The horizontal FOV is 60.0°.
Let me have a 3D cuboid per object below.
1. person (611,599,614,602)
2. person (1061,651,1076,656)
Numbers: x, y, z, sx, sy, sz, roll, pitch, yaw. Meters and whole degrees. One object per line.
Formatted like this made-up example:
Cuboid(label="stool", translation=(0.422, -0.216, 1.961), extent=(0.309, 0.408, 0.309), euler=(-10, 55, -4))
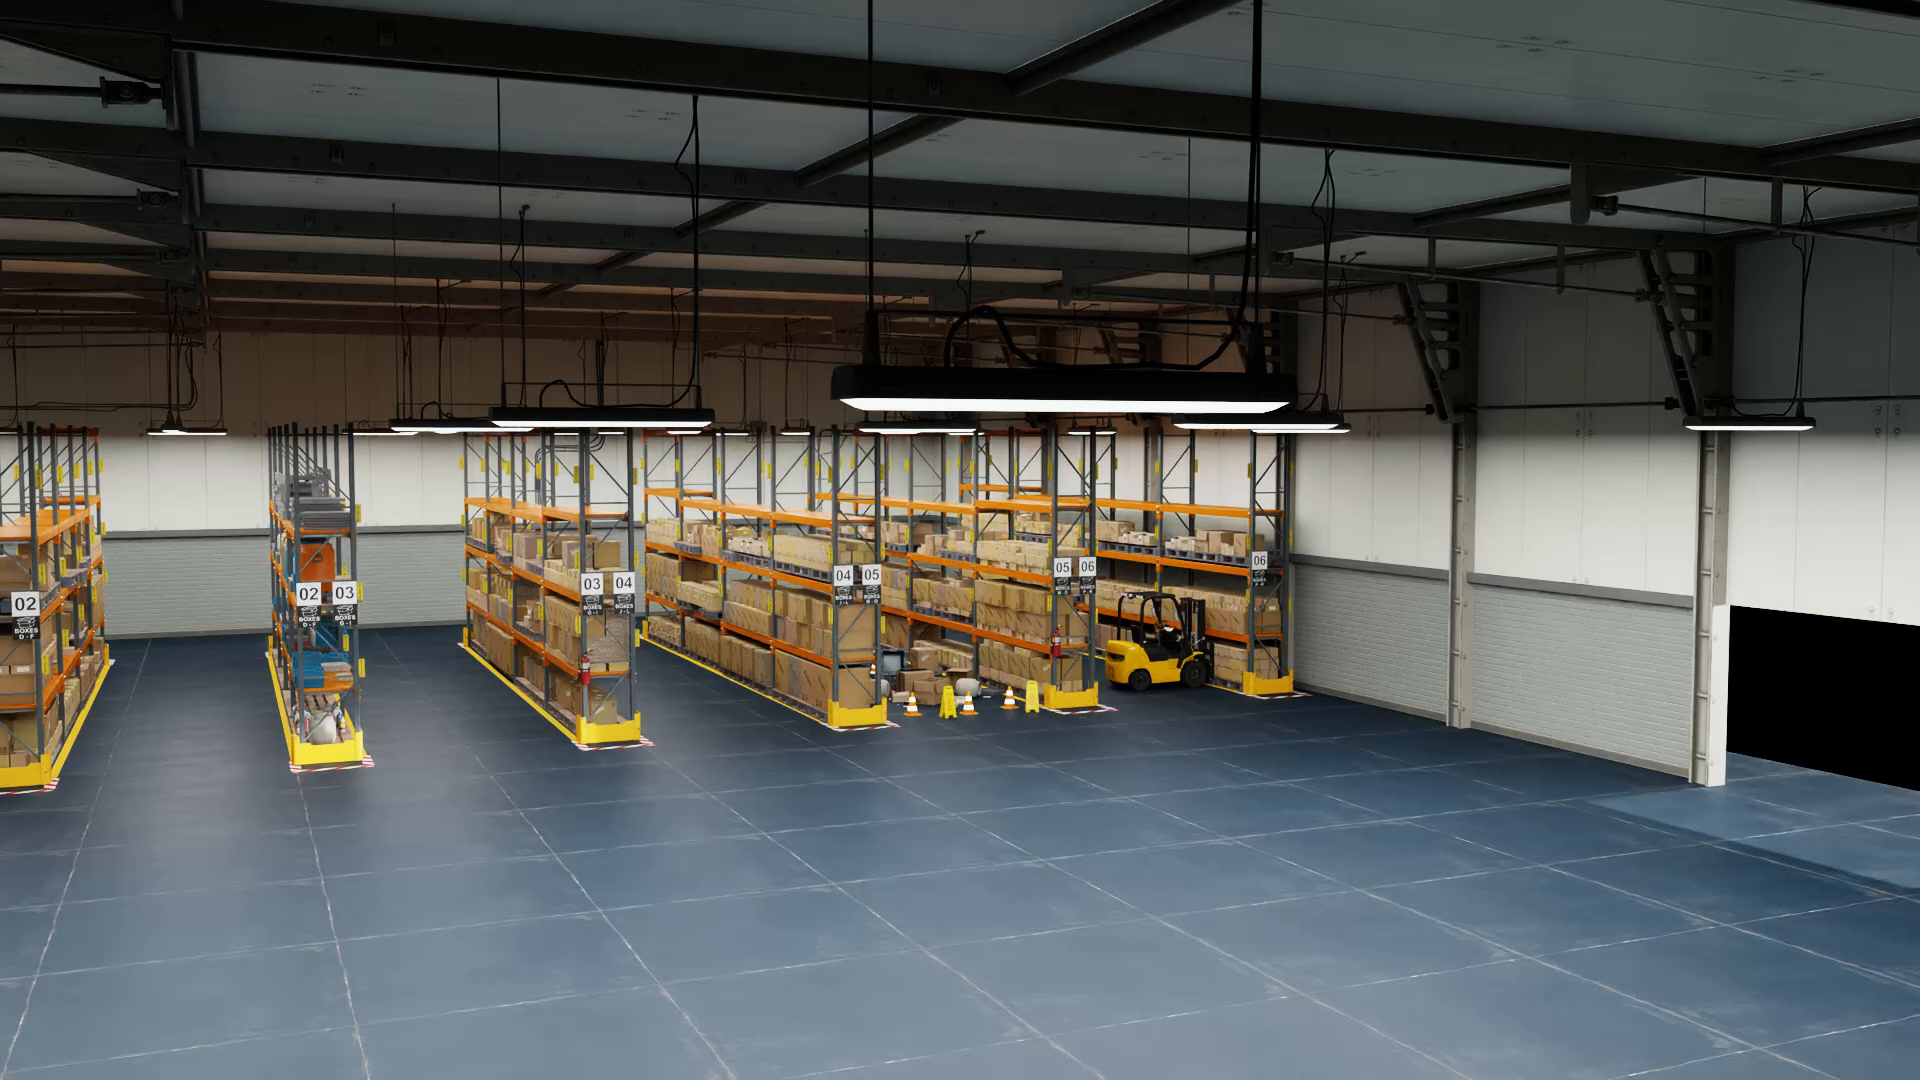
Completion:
Cuboid(label="person", translation=(-10.150, 1.865, 49.523), extent=(0.437, 1.619, 1.016), euler=(0, 3, 4))
Cuboid(label="person", translation=(2.513, 2.448, 39.708), extent=(0.641, 1.710, 0.795), euler=(-2, 4, -27))
